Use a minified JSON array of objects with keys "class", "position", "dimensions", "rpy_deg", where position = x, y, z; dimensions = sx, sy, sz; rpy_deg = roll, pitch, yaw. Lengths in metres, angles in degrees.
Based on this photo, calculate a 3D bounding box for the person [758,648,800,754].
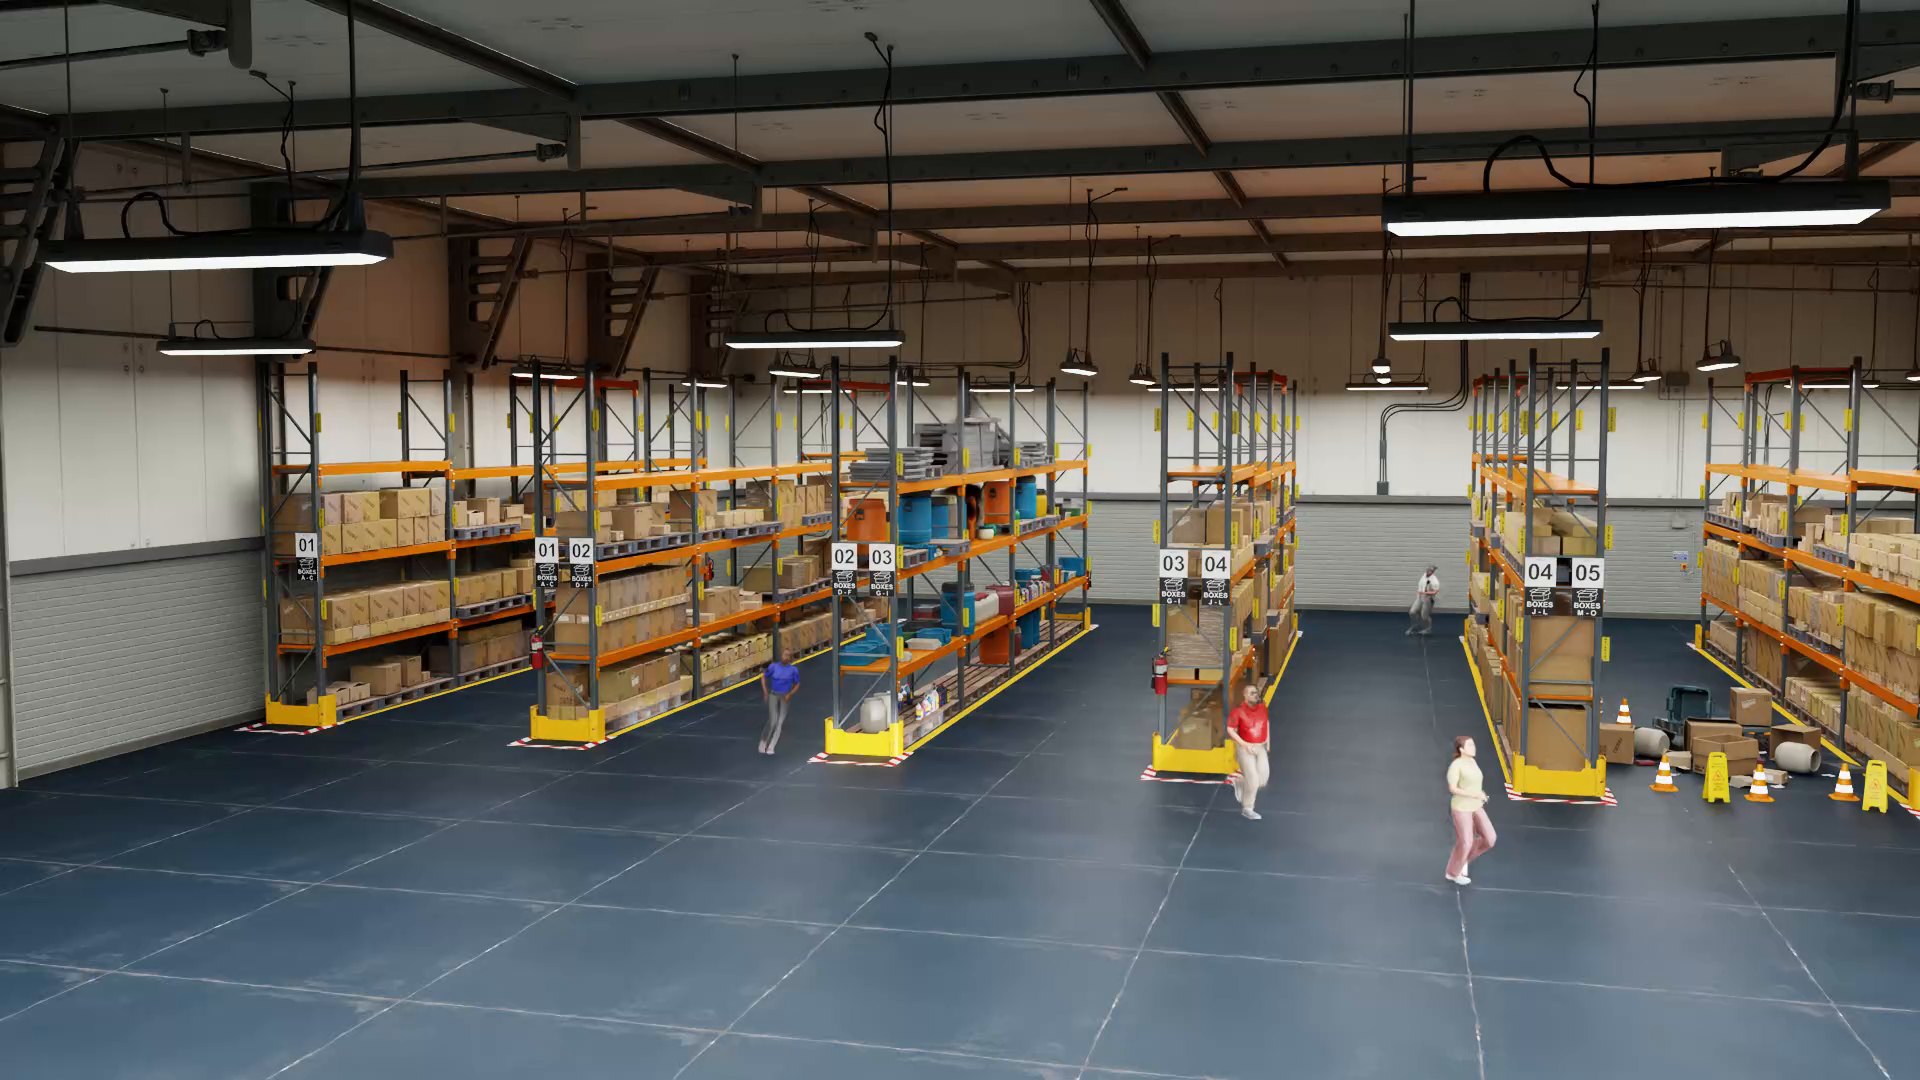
[{"class":"person","position":[-2.724,2.430,25.095],"dimensions":[0.631,1.602,0.533],"rpy_deg":[-1,4,-14]}]

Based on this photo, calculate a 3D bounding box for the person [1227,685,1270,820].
[{"class":"person","position":[3.660,2.675,21.133],"dimensions":[0.648,1.697,0.657],"rpy_deg":[-2,5,-28]}]

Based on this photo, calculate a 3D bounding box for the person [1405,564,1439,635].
[{"class":"person","position":[10.925,1.409,39.106],"dimensions":[0.685,1.741,0.864],"rpy_deg":[-2,5,-30]}]

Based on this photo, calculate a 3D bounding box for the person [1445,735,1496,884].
[{"class":"person","position":[5.510,2.916,17.979],"dimensions":[0.566,1.633,0.555],"rpy_deg":[-3,5,-37]}]
